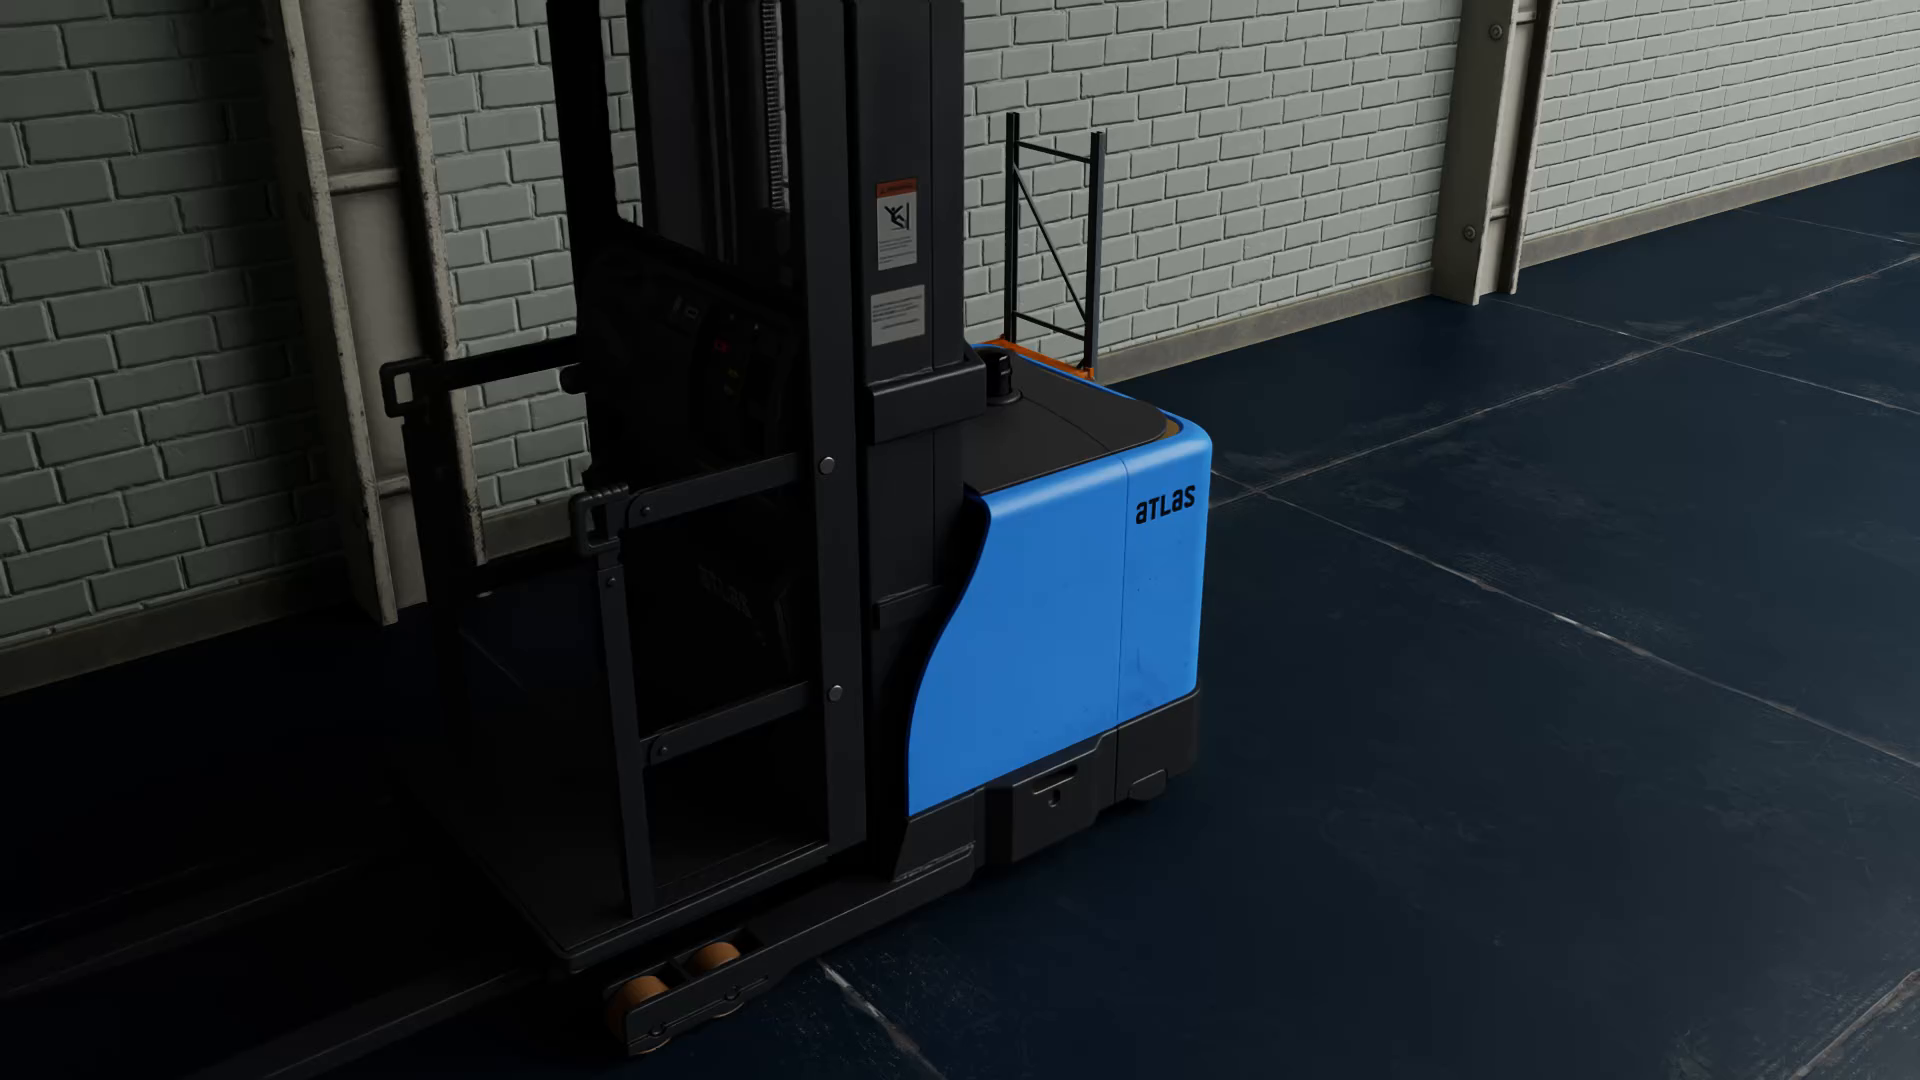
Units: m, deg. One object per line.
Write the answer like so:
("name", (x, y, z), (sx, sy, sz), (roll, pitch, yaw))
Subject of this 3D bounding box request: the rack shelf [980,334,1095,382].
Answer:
("rack shelf", (-0.067, -0.495, 5.962), (1.000, 0.185, 0.538), (-18, 31, -34))

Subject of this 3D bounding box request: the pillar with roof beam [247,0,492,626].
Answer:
("pillar with roof beam", (0.764, -2.466, 0.874), (0.400, 9.000, 9.100), (-18, 31, -34))

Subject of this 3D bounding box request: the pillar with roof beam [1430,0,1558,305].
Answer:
("pillar with roof beam", (5.485, -4.025, 4.233), (0.400, 9.000, 9.100), (-18, 31, -34))

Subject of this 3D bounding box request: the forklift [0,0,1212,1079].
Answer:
("forklift", (-0.797, -0.424, 3.681), (3.031, 2.935, 1.130), (-18, 31, -34))

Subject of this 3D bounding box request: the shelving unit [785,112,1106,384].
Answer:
("shelving unit", (-0.060, -0.661, 5.892), (1.083, 1.500, 0.587), (-18, 31, -34))

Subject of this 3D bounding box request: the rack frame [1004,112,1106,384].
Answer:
("rack frame", (0.333, -0.790, 6.171), (0.032, 1.500, 0.500), (-18, 31, -34))

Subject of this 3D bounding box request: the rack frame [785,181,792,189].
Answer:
("rack frame", (-0.467, -0.526, 5.602), (0.032, 1.500, 0.500), (-18, 31, -34))
